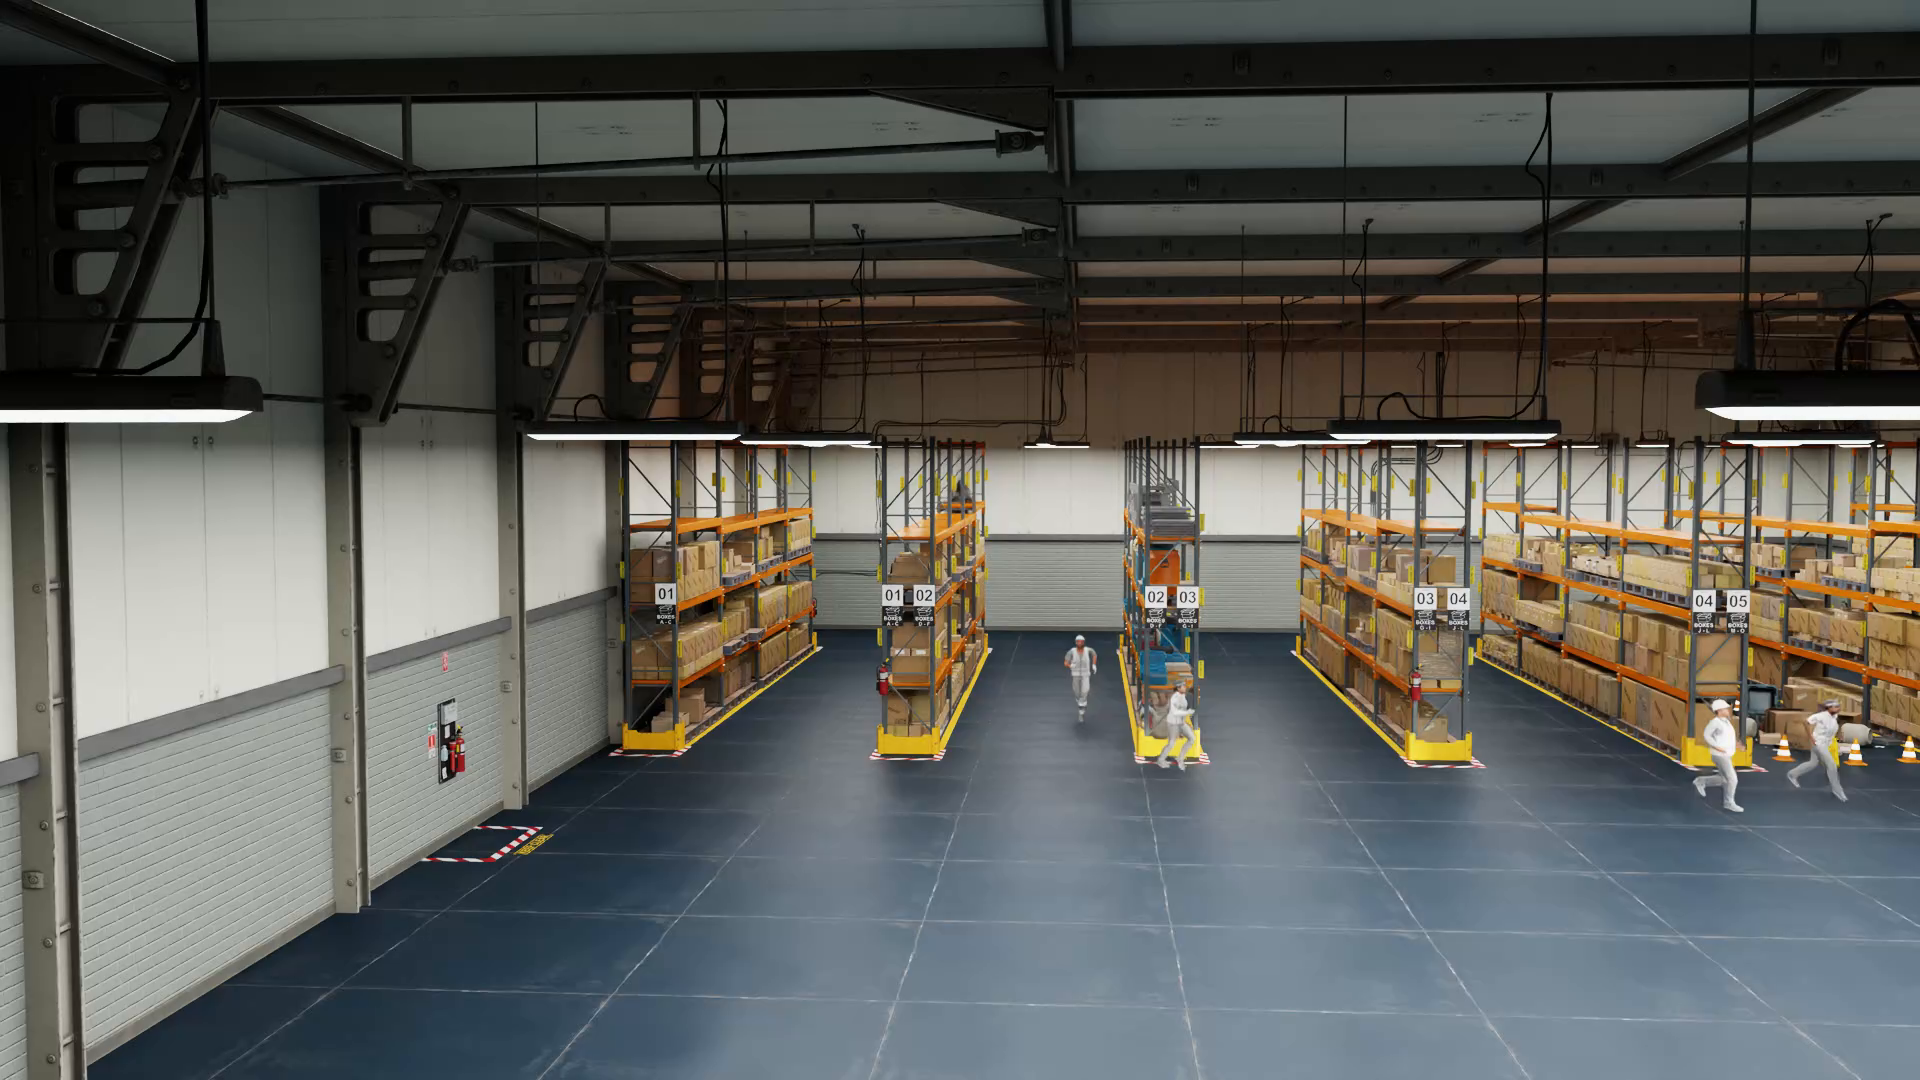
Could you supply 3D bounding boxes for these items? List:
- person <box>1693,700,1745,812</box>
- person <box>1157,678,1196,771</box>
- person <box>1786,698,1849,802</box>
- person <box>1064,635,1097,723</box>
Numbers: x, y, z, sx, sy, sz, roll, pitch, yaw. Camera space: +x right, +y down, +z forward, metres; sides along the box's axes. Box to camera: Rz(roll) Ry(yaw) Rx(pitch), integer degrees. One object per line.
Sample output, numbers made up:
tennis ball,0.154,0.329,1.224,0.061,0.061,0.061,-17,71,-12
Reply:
person,12.159,3.434,26.652,0.805,1.760,0.662,3,4,41
person,3.870,3.288,29.691,0.785,1.674,0.642,2,4,33
person,14.233,3.425,27.577,0.580,1.690,1.054,-2,4,-38
person,2.573,2.946,35.482,0.689,1.848,0.913,0,3,4
